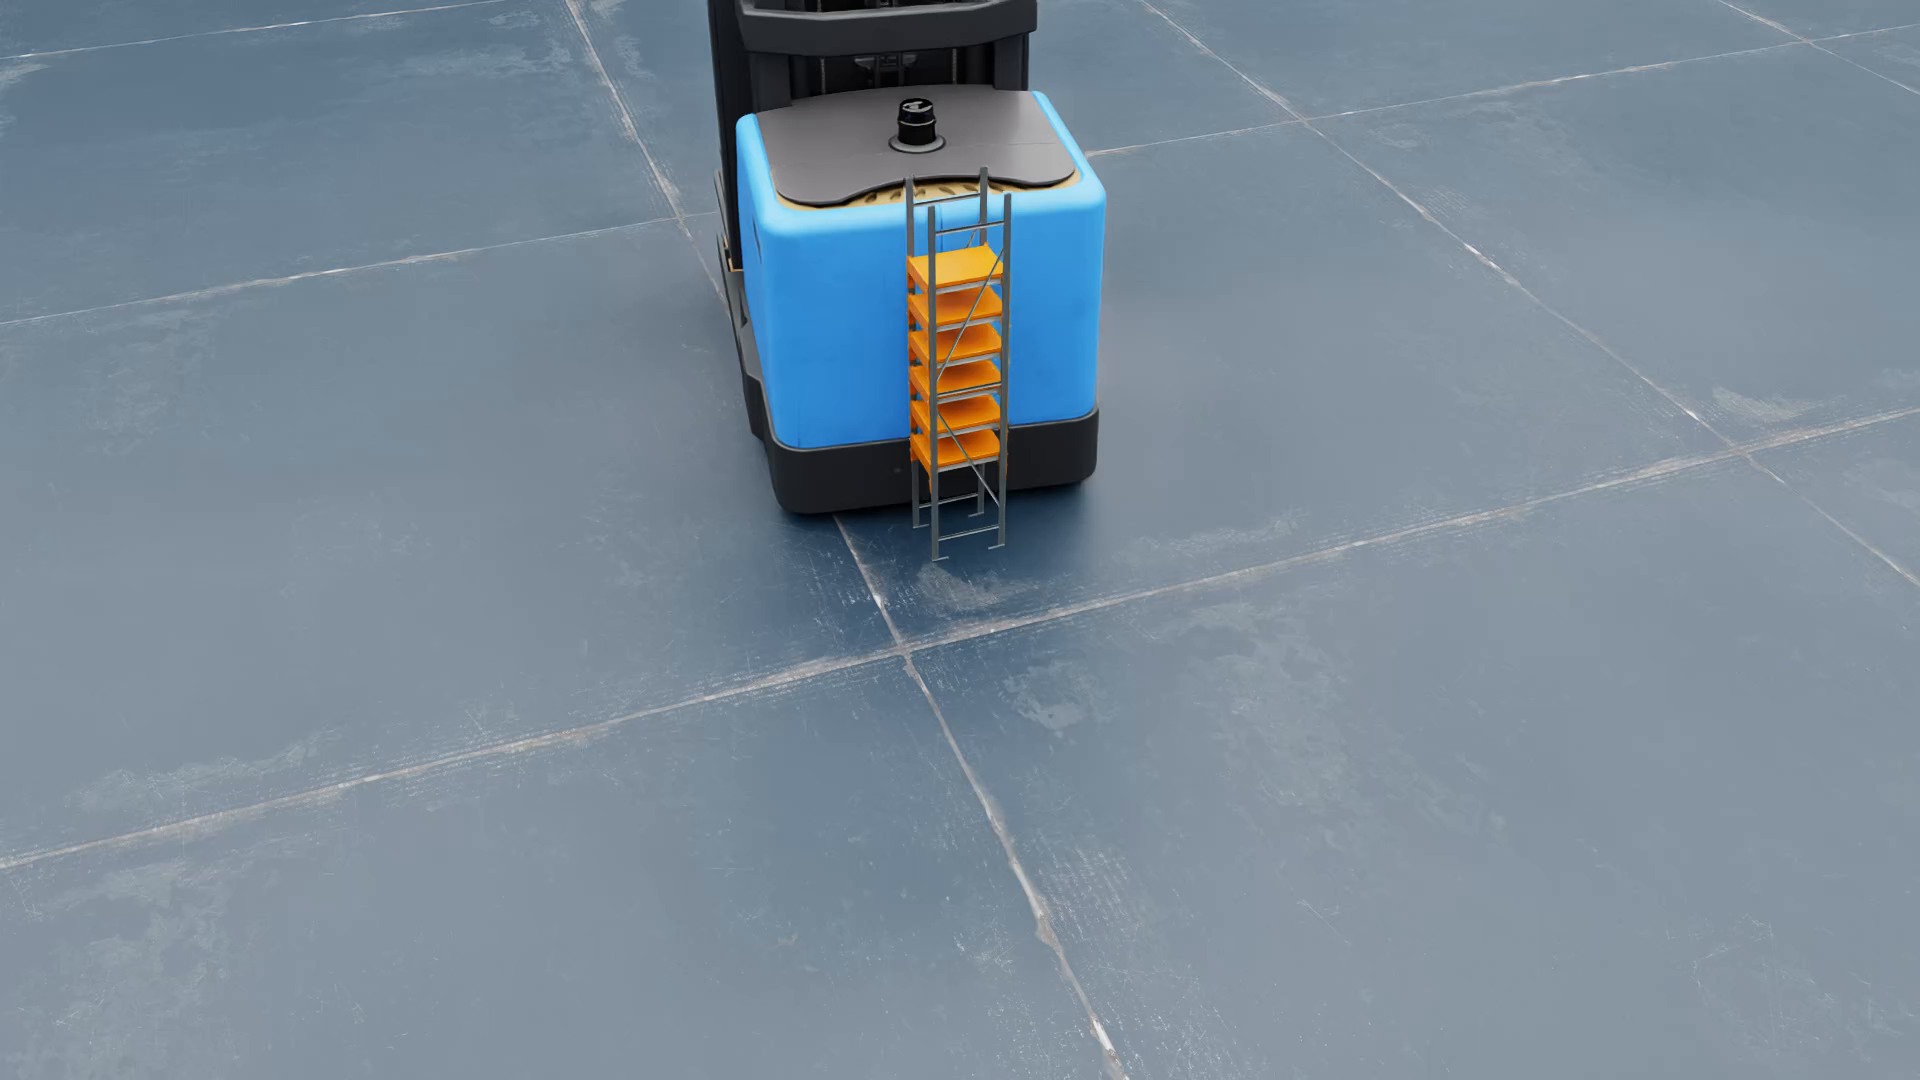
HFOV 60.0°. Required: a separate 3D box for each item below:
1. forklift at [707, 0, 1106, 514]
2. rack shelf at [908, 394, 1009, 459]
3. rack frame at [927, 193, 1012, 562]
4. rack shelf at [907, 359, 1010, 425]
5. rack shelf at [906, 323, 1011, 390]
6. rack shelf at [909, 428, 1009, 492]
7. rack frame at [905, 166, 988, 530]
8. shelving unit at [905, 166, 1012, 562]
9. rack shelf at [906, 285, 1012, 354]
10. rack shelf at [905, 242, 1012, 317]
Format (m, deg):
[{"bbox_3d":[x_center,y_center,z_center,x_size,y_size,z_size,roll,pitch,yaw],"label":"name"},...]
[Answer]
[{"bbox_3d":[-0.353,-2.139,5.653,1.130,2.935,3.031,-7,38,-9],"label":"forklift"},{"bbox_3d":[-0.005,-0.356,4.999,0.258,0.103,0.180,-12,39,-16],"label":"rack shelf"},{"bbox_3d":[0.026,-0.436,4.831,0.240,1.200,0.006,-12,39,-16],"label":"rack frame"},{"bbox_3d":[-0.005,-0.452,4.927,0.258,0.103,0.180,-12,39,-16],"label":"rack shelf"},{"bbox_3d":[-0.005,-0.548,4.854,0.258,0.103,0.180,-12,39,-16],"label":"rack shelf"},{"bbox_3d":[-0.005,-0.260,5.071,0.258,0.103,0.180,-12,39,-16],"label":"rack shelf"},{"bbox_3d":[-0.036,-0.539,4.968,0.240,1.200,0.006,-12,39,-16],"label":"rack frame"},{"bbox_3d":[-0.005,-0.487,4.900,0.258,1.200,0.189,-12,39,-16],"label":"shelving unit"},{"bbox_3d":[-0.005,-0.644,4.782,0.258,0.103,0.180,-12,39,-16],"label":"rack shelf"},{"bbox_3d":[-0.005,-0.739,4.710,0.258,0.103,0.180,-12,39,-16],"label":"rack shelf"}]
